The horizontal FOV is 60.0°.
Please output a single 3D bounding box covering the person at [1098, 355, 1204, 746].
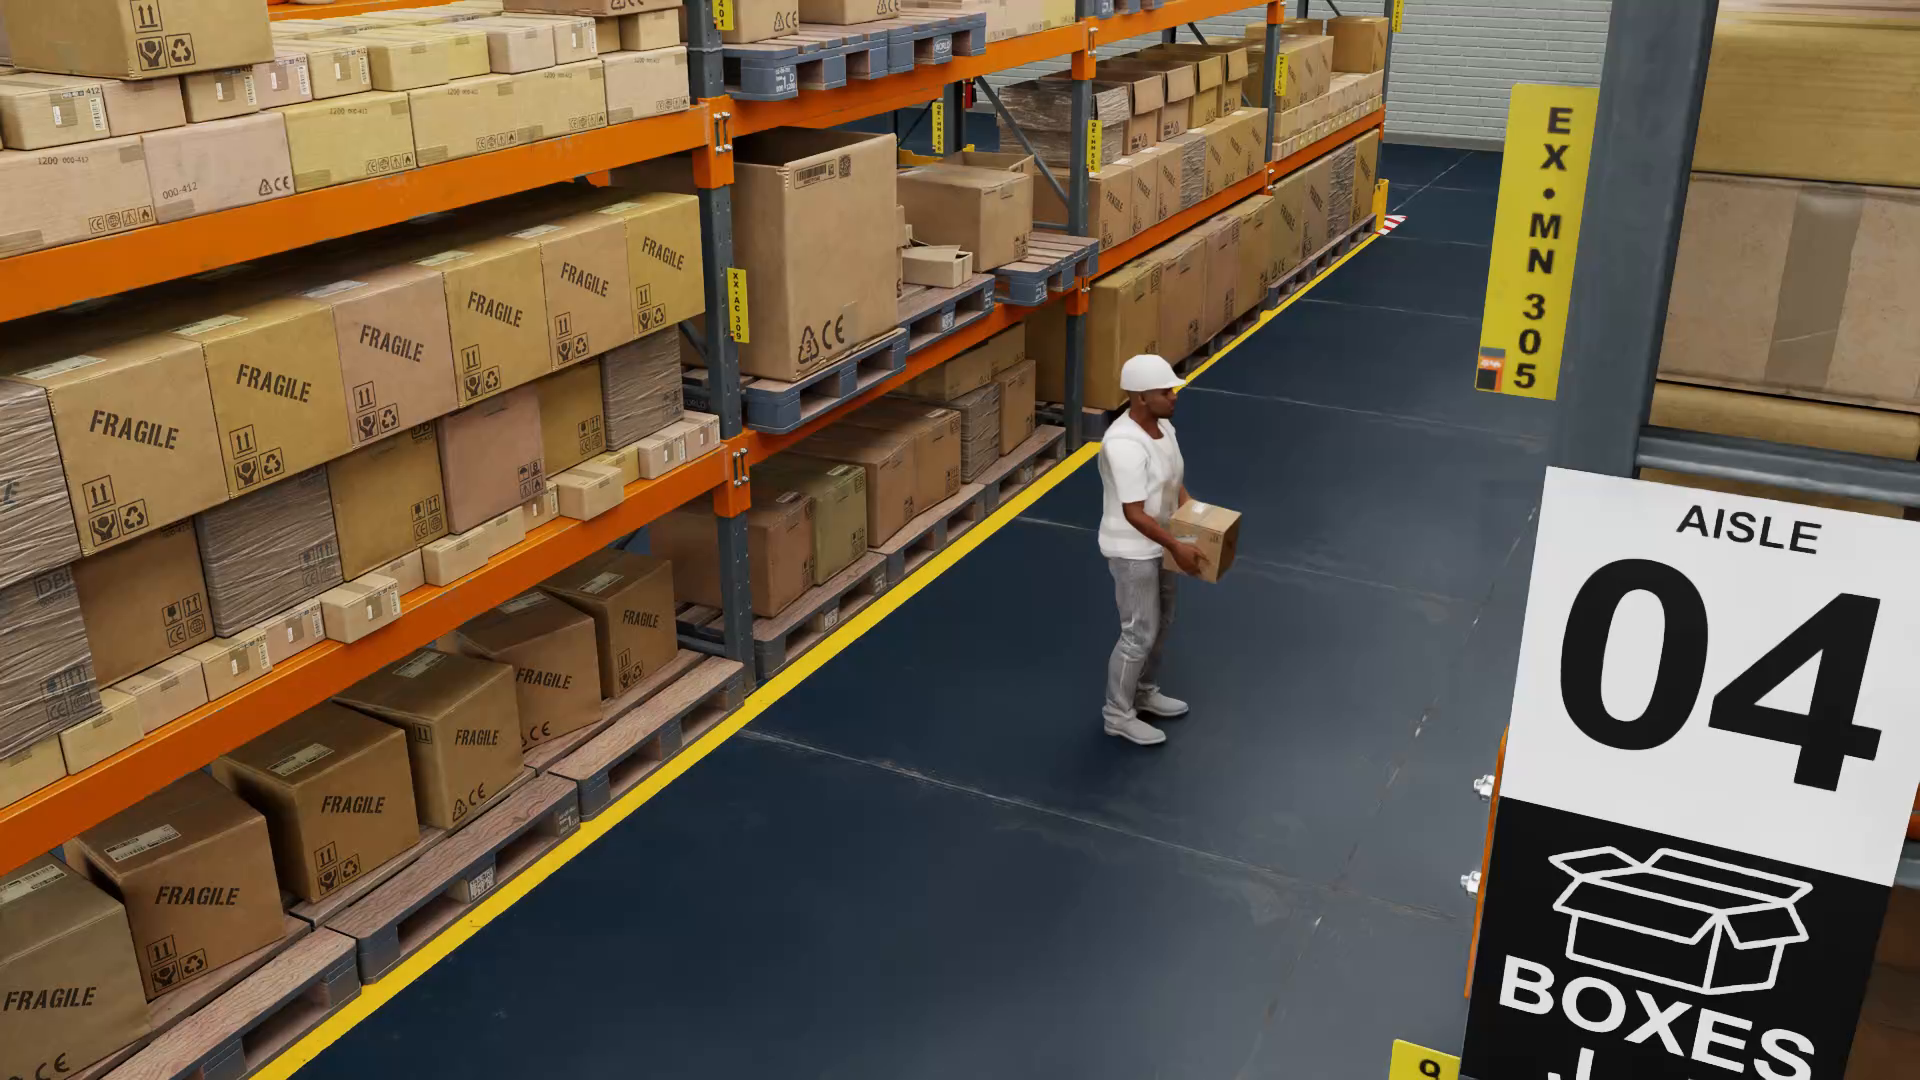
[{"bbox_3d":[0.888,0.040,7.465,0.520,1.769,0.558,11,25,24],"label":"person"}]
